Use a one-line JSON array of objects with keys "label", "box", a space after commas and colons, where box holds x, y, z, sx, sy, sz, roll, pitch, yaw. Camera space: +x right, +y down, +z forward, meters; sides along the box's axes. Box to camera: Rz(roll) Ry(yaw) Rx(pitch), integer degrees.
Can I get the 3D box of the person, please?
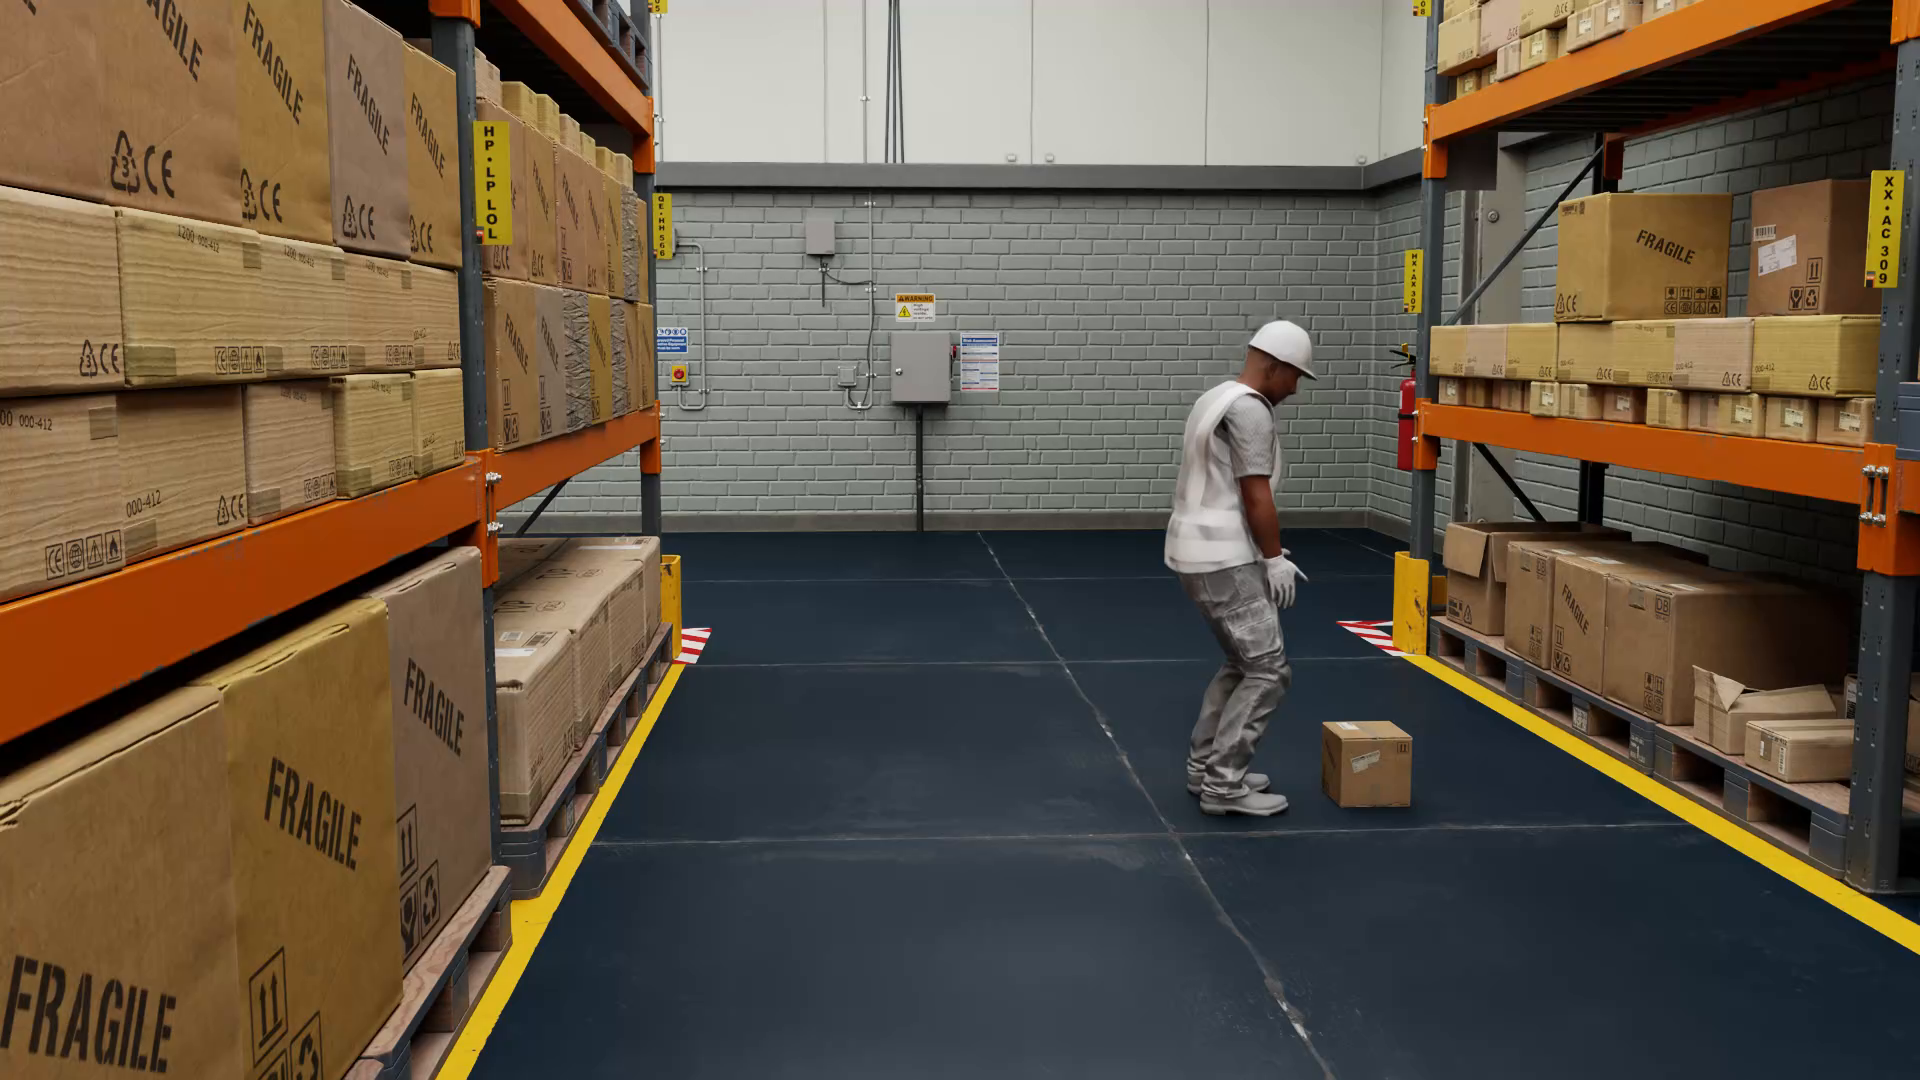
[{"label": "person", "box": [0.982, 0.083, 5.839, 0.517, 1.695, 0.584, 0, 7, -2]}]
